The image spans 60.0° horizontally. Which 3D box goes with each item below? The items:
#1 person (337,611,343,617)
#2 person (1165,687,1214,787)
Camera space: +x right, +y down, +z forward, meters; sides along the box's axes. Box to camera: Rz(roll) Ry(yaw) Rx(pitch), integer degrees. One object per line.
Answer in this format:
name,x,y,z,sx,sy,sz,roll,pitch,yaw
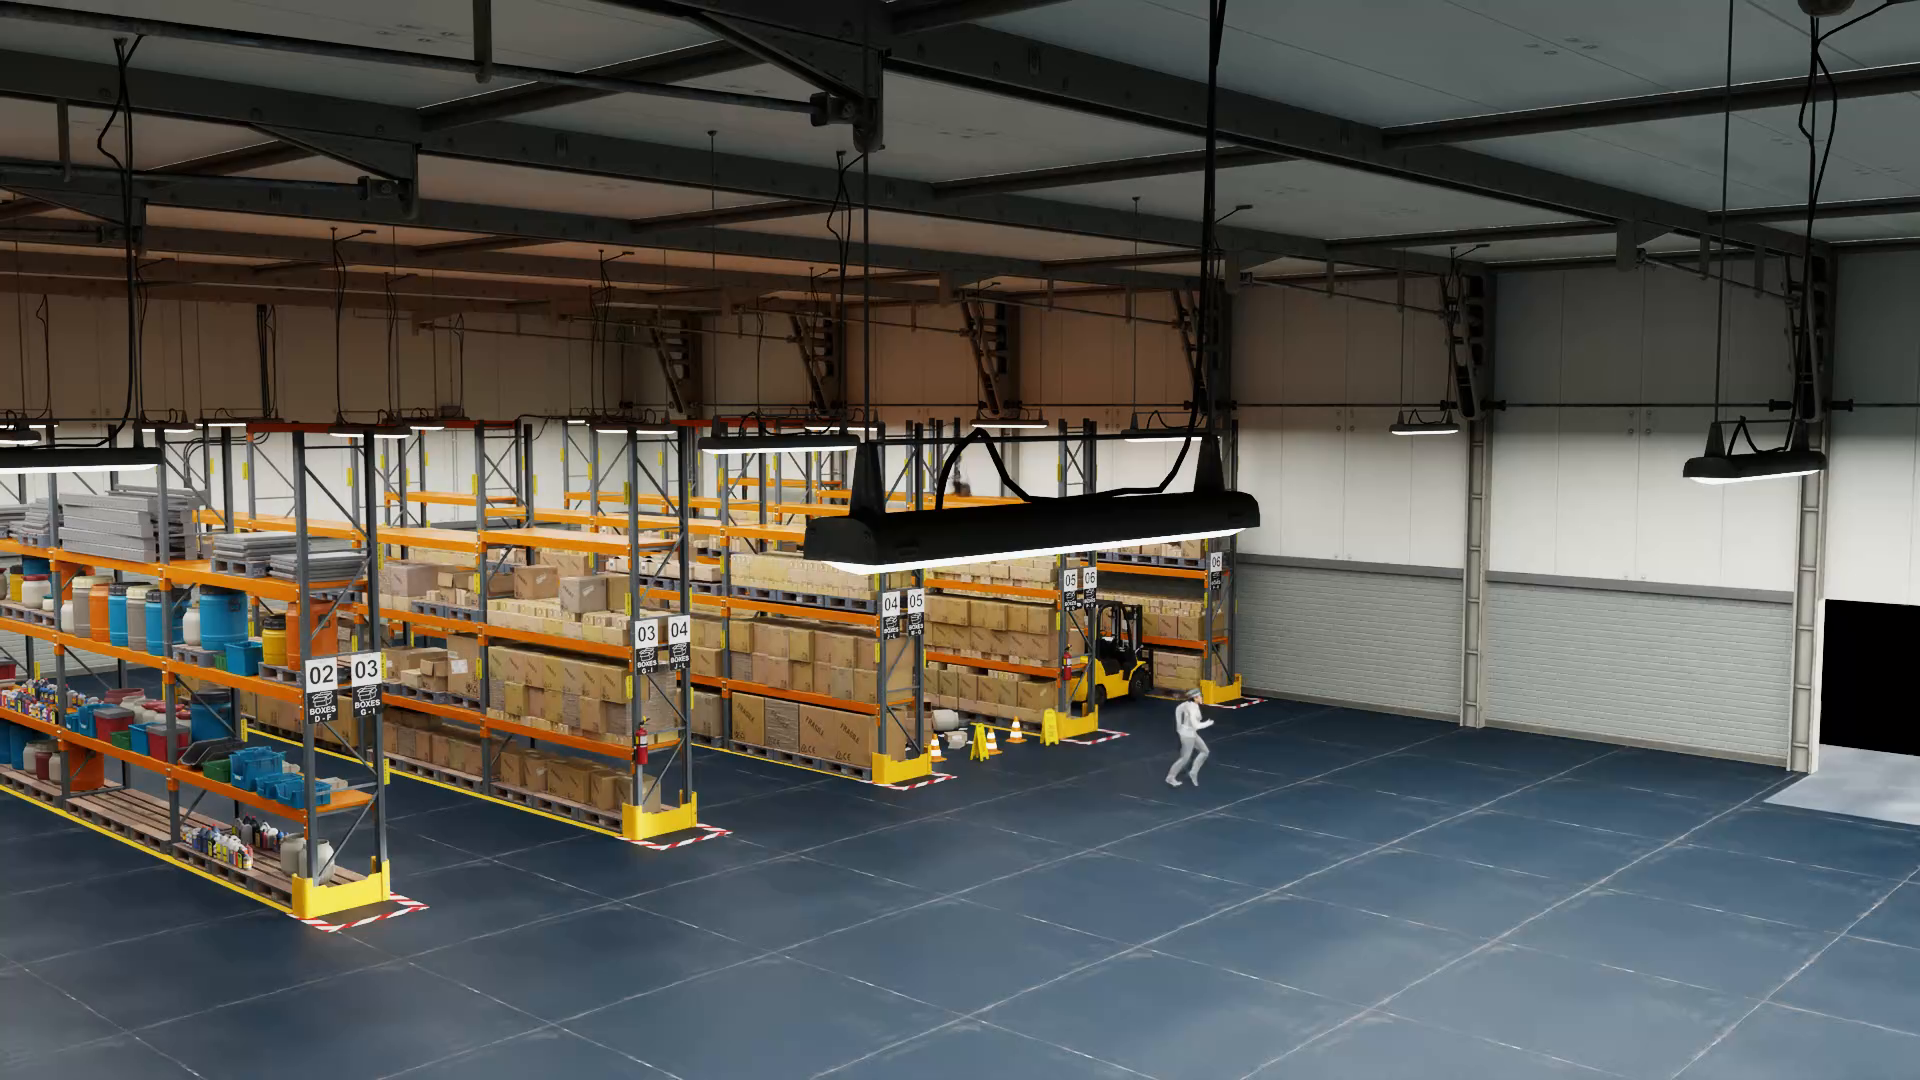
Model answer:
person,-14.134,2.433,37.624,0.610,1.658,0.790,0,5,3
person,3.780,3.247,27.402,0.782,1.669,0.642,0,5,4
